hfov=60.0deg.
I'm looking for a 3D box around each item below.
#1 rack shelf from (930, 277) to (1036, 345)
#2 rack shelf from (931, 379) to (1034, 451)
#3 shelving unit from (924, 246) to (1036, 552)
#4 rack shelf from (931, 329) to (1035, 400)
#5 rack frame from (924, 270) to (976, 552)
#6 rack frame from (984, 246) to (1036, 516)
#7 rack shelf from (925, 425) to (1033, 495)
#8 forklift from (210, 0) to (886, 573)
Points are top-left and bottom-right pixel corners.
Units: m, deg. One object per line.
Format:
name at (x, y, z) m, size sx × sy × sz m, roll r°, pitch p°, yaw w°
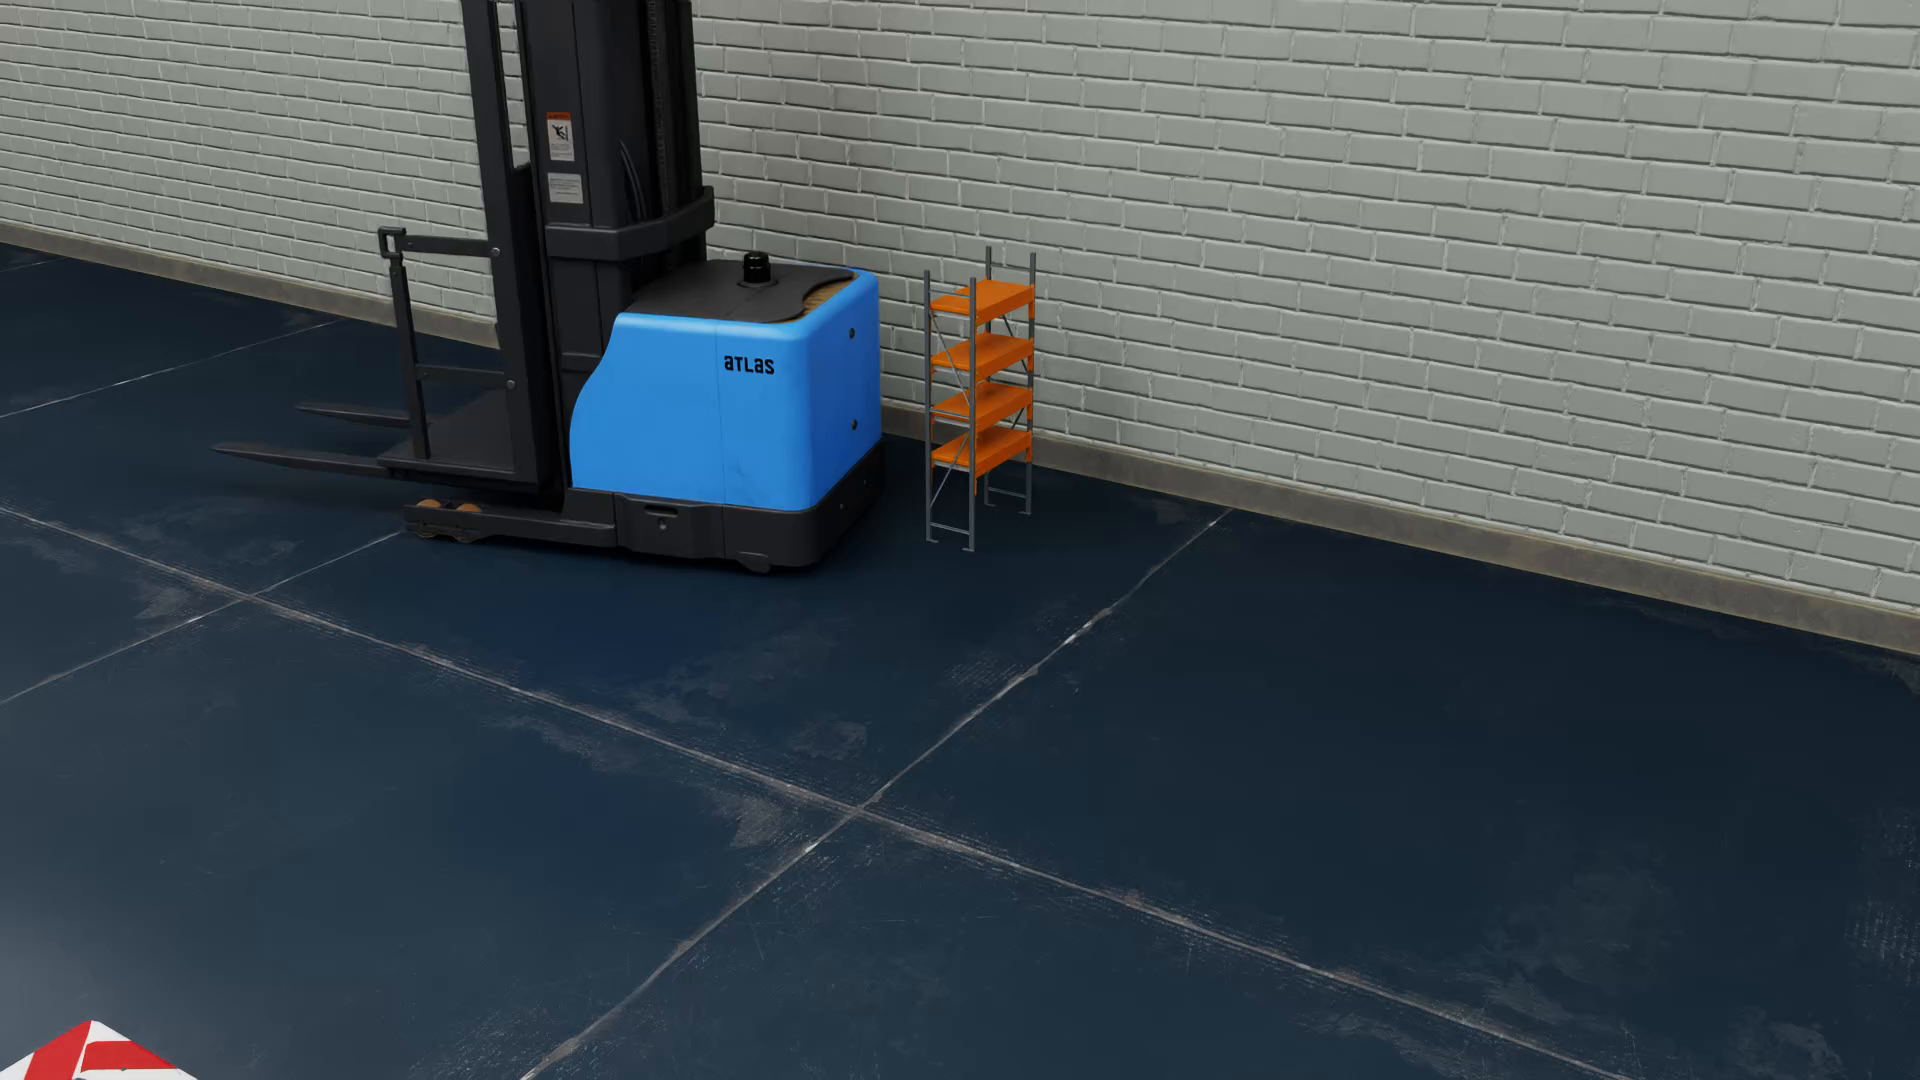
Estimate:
rack shelf at (0.087, -0.967, 6.985) m, size 0.258 × 0.148 × 0.480 m, roll 14°, pitch 27°, yaw 29°
rack shelf at (0.087, -0.545, 7.167) m, size 0.258 × 0.148 × 0.480 m, roll 14°, pitch 27°, yaw 29°
shelving unit at (0.087, -0.606, 7.141) m, size 0.258 × 1.200 × 0.503 m, roll 14°, pitch 27°, yaw 29°
rack shelf at (0.087, -0.750, 7.079) m, size 0.258 × 0.148 × 0.480 m, roll 14°, pitch 27°, yaw 29°
rack frame at (-0.041, -0.524, 6.950) m, size 0.240 × 1.200 × 0.015 m, roll 14°, pitch 27°, yaw 29°
rack frame at (0.216, -0.689, 7.331) m, size 0.240 × 1.200 × 0.015 m, roll 14°, pitch 27°, yaw 29°
rack shelf at (0.087, -0.363, 7.246) m, size 0.258 × 0.148 × 0.480 m, roll 14°, pitch 27°, yaw 29°
forklift at (-1.918, -1.525, 7.083) m, size 3.031 × 2.935 × 1.130 m, roll 7°, pitch 24°, yaw 15°
